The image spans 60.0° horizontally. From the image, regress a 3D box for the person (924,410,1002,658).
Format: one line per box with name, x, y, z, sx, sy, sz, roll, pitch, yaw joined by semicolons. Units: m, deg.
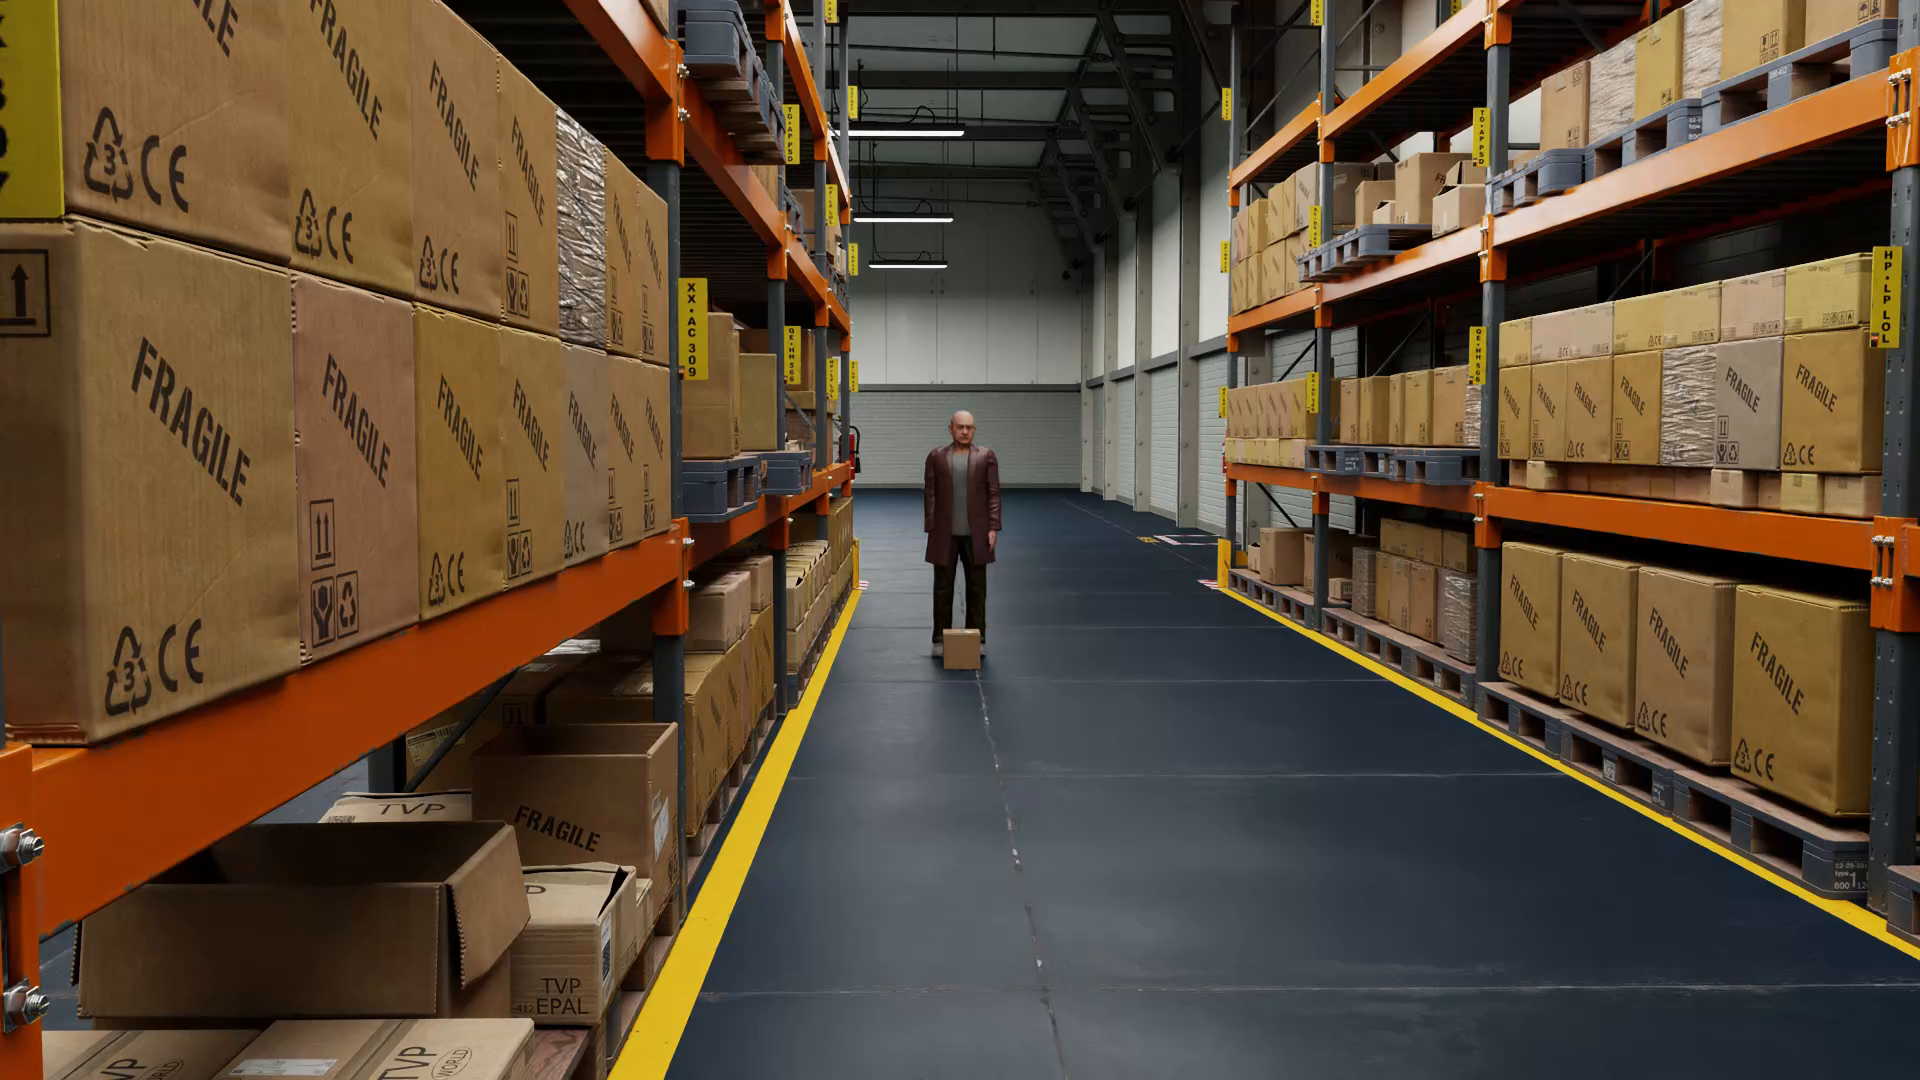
person;0.019;-0.046;11.979;0.561;1.779;0.381;0;4;0
